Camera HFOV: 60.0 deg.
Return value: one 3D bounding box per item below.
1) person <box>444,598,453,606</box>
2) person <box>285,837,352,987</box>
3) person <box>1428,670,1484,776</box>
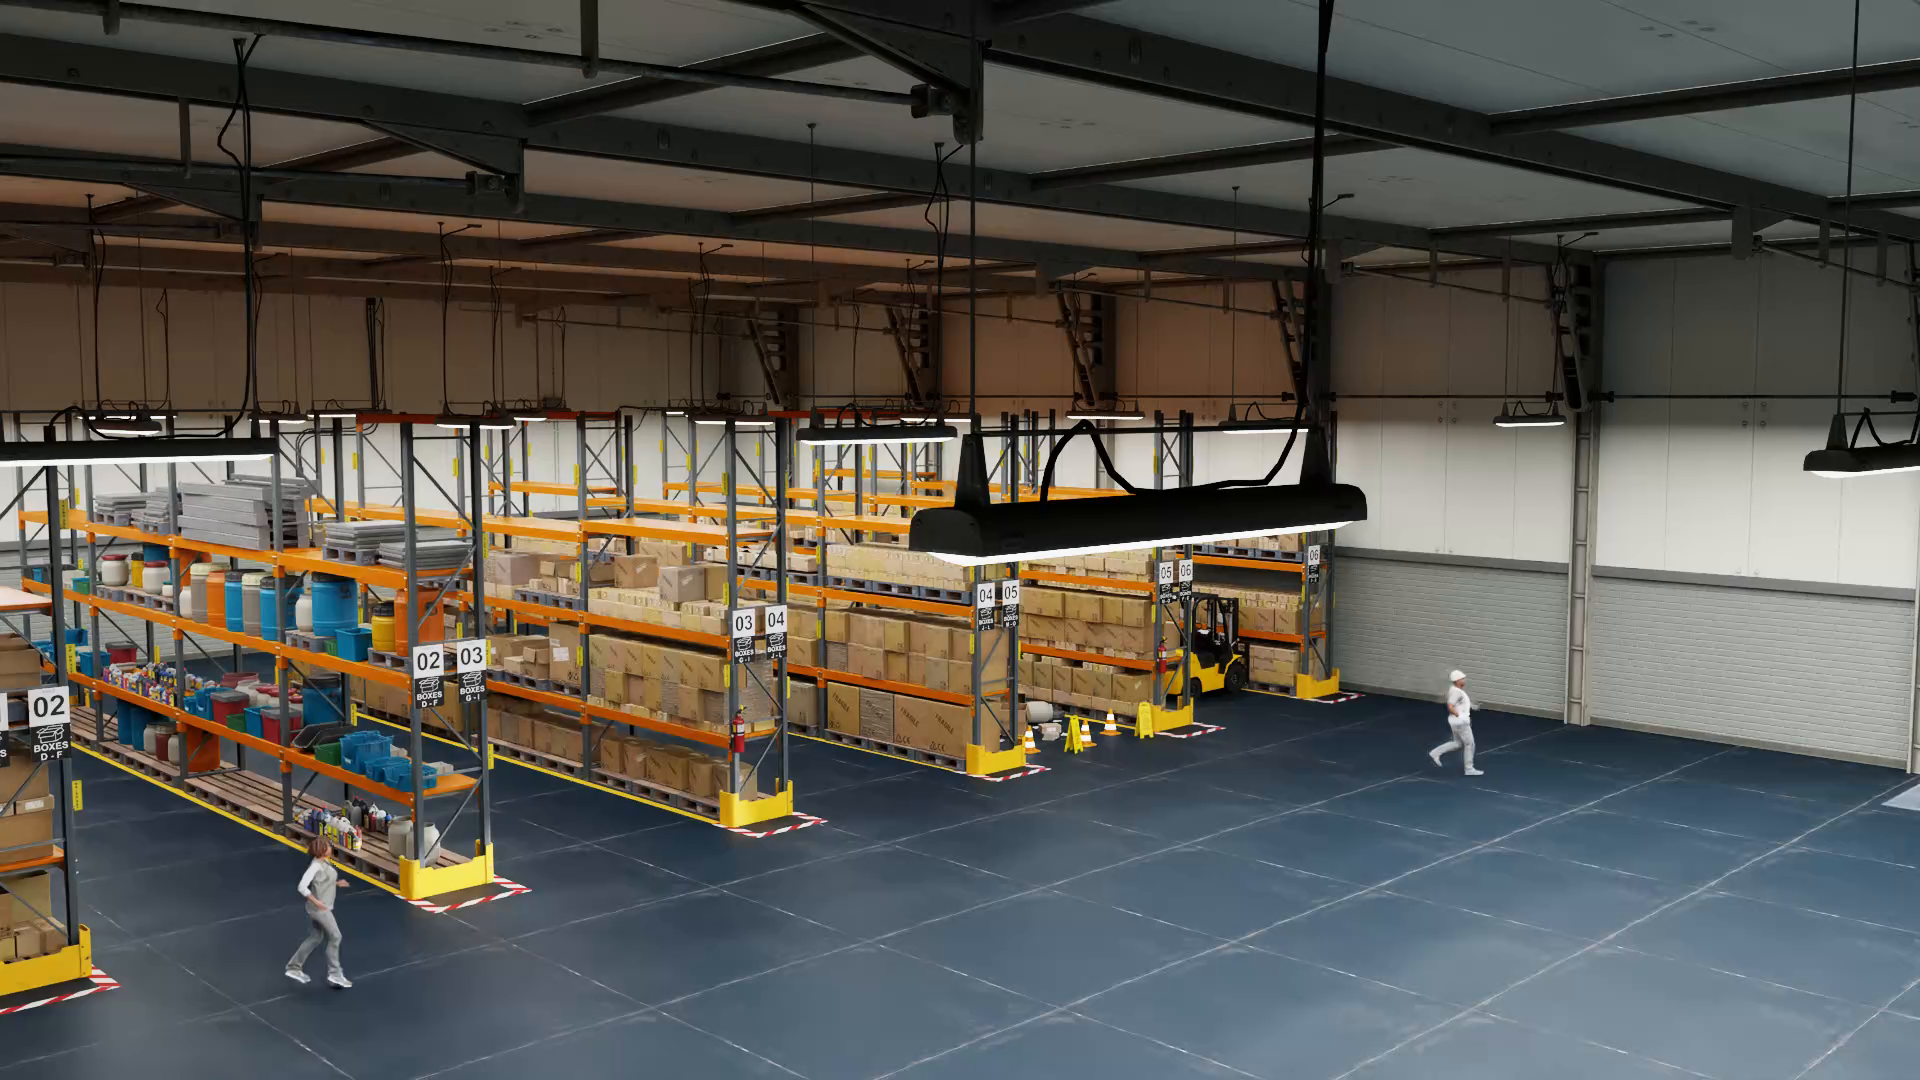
[{"bbox_3d":[-11.769,2.187,38.035,0.786,1.691,0.701,0,5,-1],"label":"person"},{"bbox_3d":[-6.868,3.989,17.754,0.670,1.651,0.543,-2,5,-20],"label":"person"},{"bbox_3d":[8.296,3.047,27.740,0.886,1.757,0.698,1,5,11],"label":"person"}]
